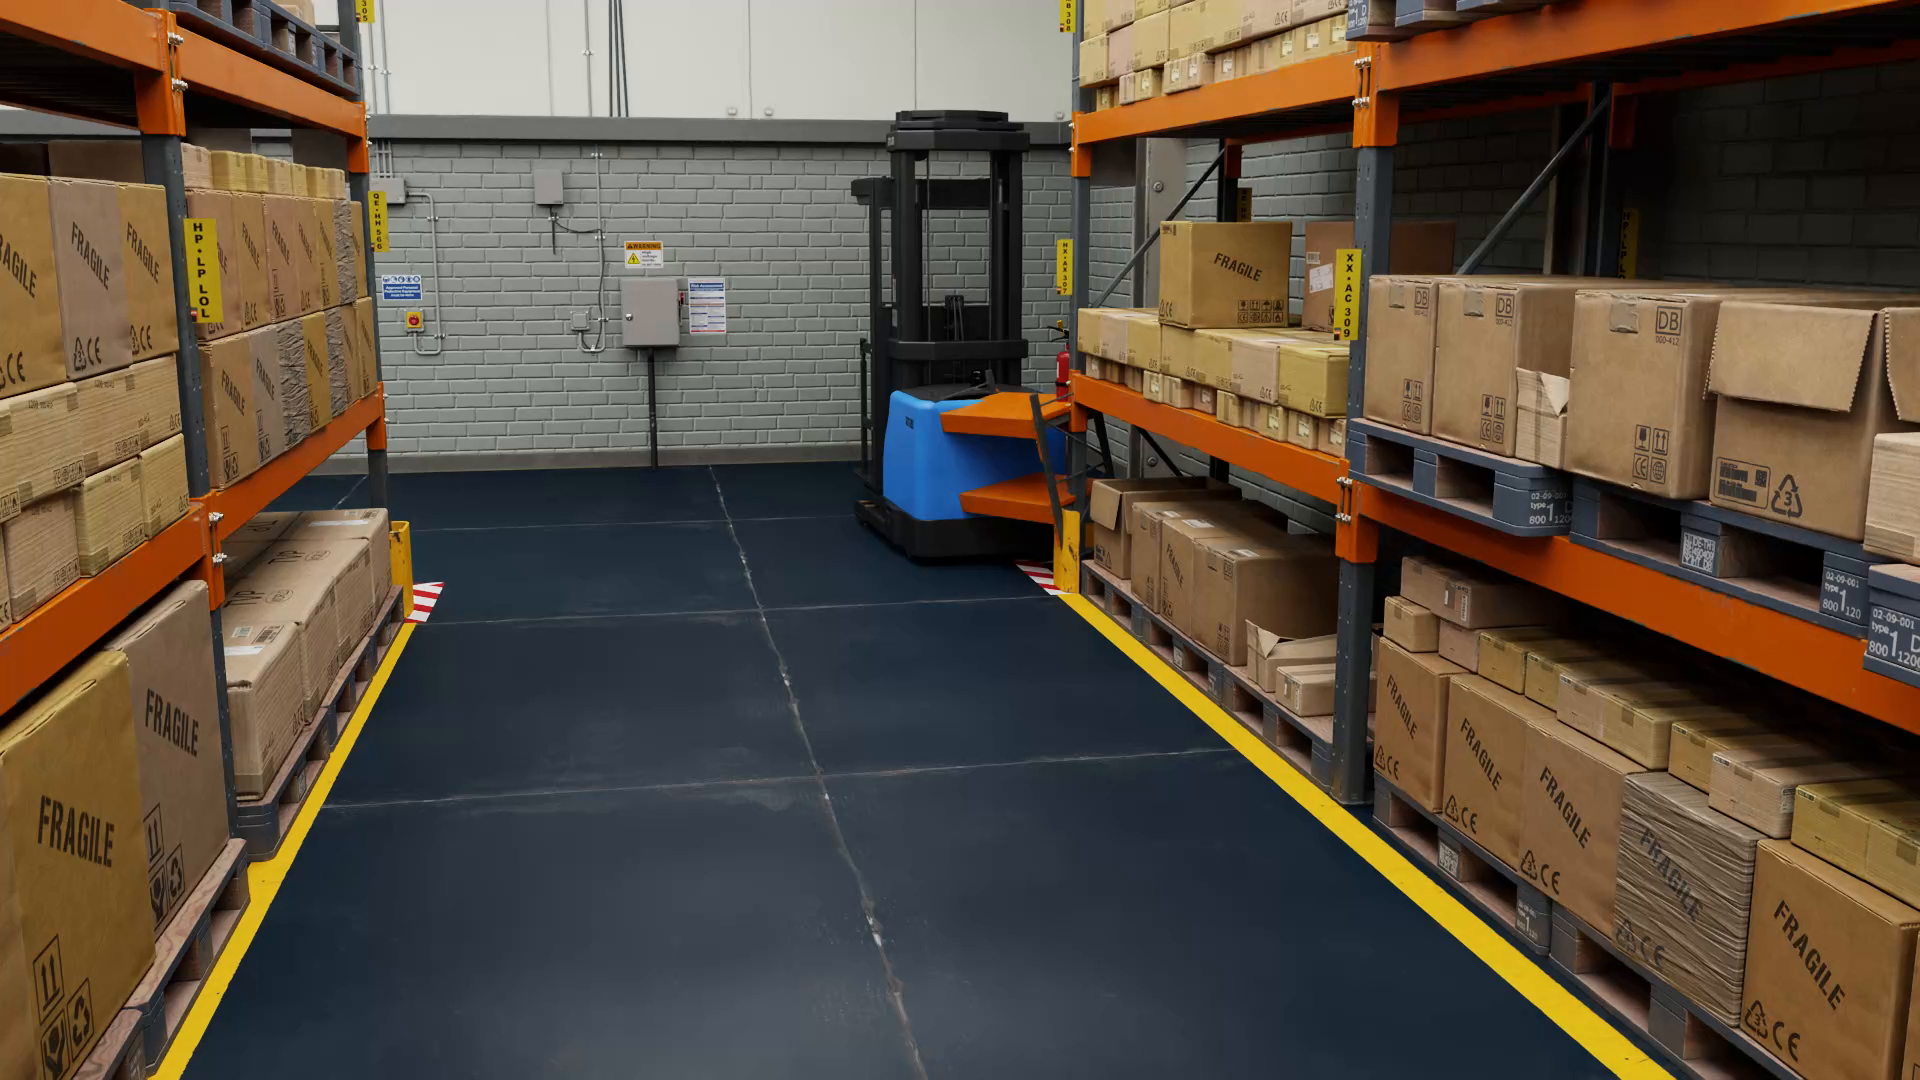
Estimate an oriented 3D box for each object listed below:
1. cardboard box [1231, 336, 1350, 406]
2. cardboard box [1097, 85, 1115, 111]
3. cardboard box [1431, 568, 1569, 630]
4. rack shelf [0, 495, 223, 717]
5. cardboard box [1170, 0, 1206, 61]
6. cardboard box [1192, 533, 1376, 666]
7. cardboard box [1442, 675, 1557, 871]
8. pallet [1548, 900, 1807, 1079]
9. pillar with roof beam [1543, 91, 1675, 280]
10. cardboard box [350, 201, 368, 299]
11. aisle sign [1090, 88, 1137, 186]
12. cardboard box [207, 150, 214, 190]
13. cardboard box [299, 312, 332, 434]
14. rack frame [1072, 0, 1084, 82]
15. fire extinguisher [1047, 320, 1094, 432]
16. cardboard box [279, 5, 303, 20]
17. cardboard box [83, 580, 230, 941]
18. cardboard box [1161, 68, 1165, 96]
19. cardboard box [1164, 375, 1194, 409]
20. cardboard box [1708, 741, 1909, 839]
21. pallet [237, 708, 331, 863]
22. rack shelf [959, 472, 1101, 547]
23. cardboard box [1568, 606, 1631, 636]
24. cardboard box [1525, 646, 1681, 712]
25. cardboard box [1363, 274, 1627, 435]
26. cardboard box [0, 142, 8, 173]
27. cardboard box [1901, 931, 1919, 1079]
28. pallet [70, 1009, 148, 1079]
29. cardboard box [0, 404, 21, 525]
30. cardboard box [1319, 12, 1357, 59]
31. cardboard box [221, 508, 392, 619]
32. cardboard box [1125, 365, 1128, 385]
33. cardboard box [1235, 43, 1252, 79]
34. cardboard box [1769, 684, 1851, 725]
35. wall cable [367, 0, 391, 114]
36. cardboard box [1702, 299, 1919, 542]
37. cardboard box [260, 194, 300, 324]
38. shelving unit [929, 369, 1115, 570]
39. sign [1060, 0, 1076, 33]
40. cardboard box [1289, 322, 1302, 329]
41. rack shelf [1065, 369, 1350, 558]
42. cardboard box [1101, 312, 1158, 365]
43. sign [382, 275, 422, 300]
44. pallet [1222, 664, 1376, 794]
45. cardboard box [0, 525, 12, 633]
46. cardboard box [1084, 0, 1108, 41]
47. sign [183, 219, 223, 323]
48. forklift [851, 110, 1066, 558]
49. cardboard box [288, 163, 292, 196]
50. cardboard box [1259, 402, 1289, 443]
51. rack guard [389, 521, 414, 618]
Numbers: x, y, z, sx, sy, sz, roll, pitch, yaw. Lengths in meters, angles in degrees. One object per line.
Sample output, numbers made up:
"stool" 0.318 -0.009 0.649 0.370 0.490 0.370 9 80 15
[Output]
"cardboard box" 1.486 -0.731 7.121 0.500 0.250 0.500 -2 11 -11
"cardboard box" 0.992 -2.500 9.457 0.380 0.149 0.250 -2 11 -10
"cardboard box" 1.842 0.195 5.679 0.380 0.149 0.250 -3 11 -14
"rack shelf" -2.543 0.419 3.399 1.077 0.370 4.000 -2 11 -11
"cardboard box" 1.306 -2.390 7.816 0.500 0.250 0.500 -2 11 -12
"cardboard box" 1.514 0.269 7.821 0.700 0.500 0.500 -3 11 -13
"cardboard box" 1.923 0.733 5.385 0.500 0.500 0.500 -2 11 -12
"pallet" 2.372 1.259 4.517 1.003 0.211 1.213 -2 11 -11
"pillar with roof beam" -1.538 -3.434 5.670 9.100 9.000 0.400 -2 11 -11
"cardboard box" -3.383 -1.496 8.591 0.500 0.500 0.500 -2 11 -9
"aisle sign" 0.857 -2.495 9.832 0.394 0.787 0.004 -2 11 -11
"cardboard box" -2.896 -1.320 5.931 0.380 0.149 0.250 -2 11 -12
"cardboard box" -3.051 -0.725 7.214 0.500 0.500 0.500 -2 11 -9
"rack frame" 1.158 -4.164 9.504 1.000 3.000 0.127 -2 11 -11
"fire extinguisher" 0.676 -1.005 10.161 0.296 0.674 0.183 -2 11 -11
"cardboard box" -3.374 -2.488 8.002 0.380 0.149 0.250 -3 11 -15
"cardboard box" -2.733 0.647 4.836 0.875 0.875 0.875 -2 11 -9
"cardboard box" 1.216 -2.264 8.221 0.380 0.149 0.250 -2 11 -12
"cardboard box" 1.226 -0.737 8.219 0.380 0.149 0.250 -2 11 -10
"cardboard box" 2.139 0.628 4.201 0.380 0.149 0.250 -3 11 -14
"pallet" -3.003 0.926 6.267 1.003 0.211 1.213 -2 11 -11
"rack shelf" 0.476 -0.222 10.522 0.538 0.278 1.000 -23 19 -32
"cardboard box" 2.347 0.325 5.792 0.380 0.149 0.250 -2 11 -11
"cardboard box" 2.002 0.440 5.189 0.380 0.149 0.250 -2 11 -12
"cardboard box" 1.811 -0.641 5.653 0.700 0.500 0.500 -2 11 -10
"cardboard box" -3.304 -1.205 5.331 0.380 0.149 0.250 -2 11 -12
"cardboard box" 2.334 1.111 3.401 0.500 0.500 0.500 -2 11 -12
"pallet" -2.467 1.431 3.612 1.003 0.211 1.213 -2 11 -11
"cardboard box" -2.280 -0.122 3.379 0.500 0.250 0.500 -2 11 -10
"cardboard box" 1.576 -1.888 6.244 0.380 0.149 0.250 -2 11 -11
"cardboard box" -3.484 0.135 8.697 0.875 0.438 0.875 -3 11 -13
"cardboard box" 1.133 -0.931 9.237 0.380 0.149 0.250 -2 11 -12
"cardboard box" 1.422 -2.078 7.241 0.380 0.149 0.250 -2 11 -9
"cardboard box" 2.584 0.513 4.806 0.380 0.149 0.250 -2 11 -10
"wall cable" -5.093 -5.015 13.980 0.463 3.000 0.029 -2 11 -11
"cardboard box" 2.215 -0.299 3.845 0.797 0.503 0.637 -2 11 -12
"cardboard box" -2.968 -1.125 6.645 0.500 0.500 0.500 -2 11 -10
"shelving unit" 0.425 -0.452 10.456 0.538 1.125 1.048 -23 19 -32
"sign" 0.626 -3.100 9.599 0.100 0.325 0.005 -2 11 -11
"cardboard box" 1.800 -0.933 8.180 0.500 0.250 0.500 -2 11 -11
"rack shelf" 1.547 -0.496 8.205 1.077 0.370 4.000 -2 11 -11
"cardboard box" 1.080 -1.103 9.077 0.500 0.250 0.500 -2 11 -10
"sign" -4.889 -2.211 14.567 0.327 0.218 0.001 -2 11 -11
"pallet" 1.803 0.761 7.133 1.003 0.211 1.213 -2 11 -11
"cardboard box" -2.315 0.126 3.411 0.500 0.250 0.500 -2 11 -11
"cardboard box" 0.998 -2.917 9.248 0.500 0.250 0.500 -2 11 -12
"sign" -2.402 -0.853 5.271 0.100 0.325 0.005 -2 11 -11
"forklift" -0.161 -1.553 12.019 1.130 2.935 3.031 -3 11 -15
"cardboard box" -3.109 -1.555 7.166 0.380 0.149 0.250 -2 11 -9
"cardboard box" 1.480 -0.502 6.986 0.380 0.149 0.250 -2 11 -10
"rack guard" -3.715 0.188 9.370 1.175 0.500 0.348 -2 11 -11
